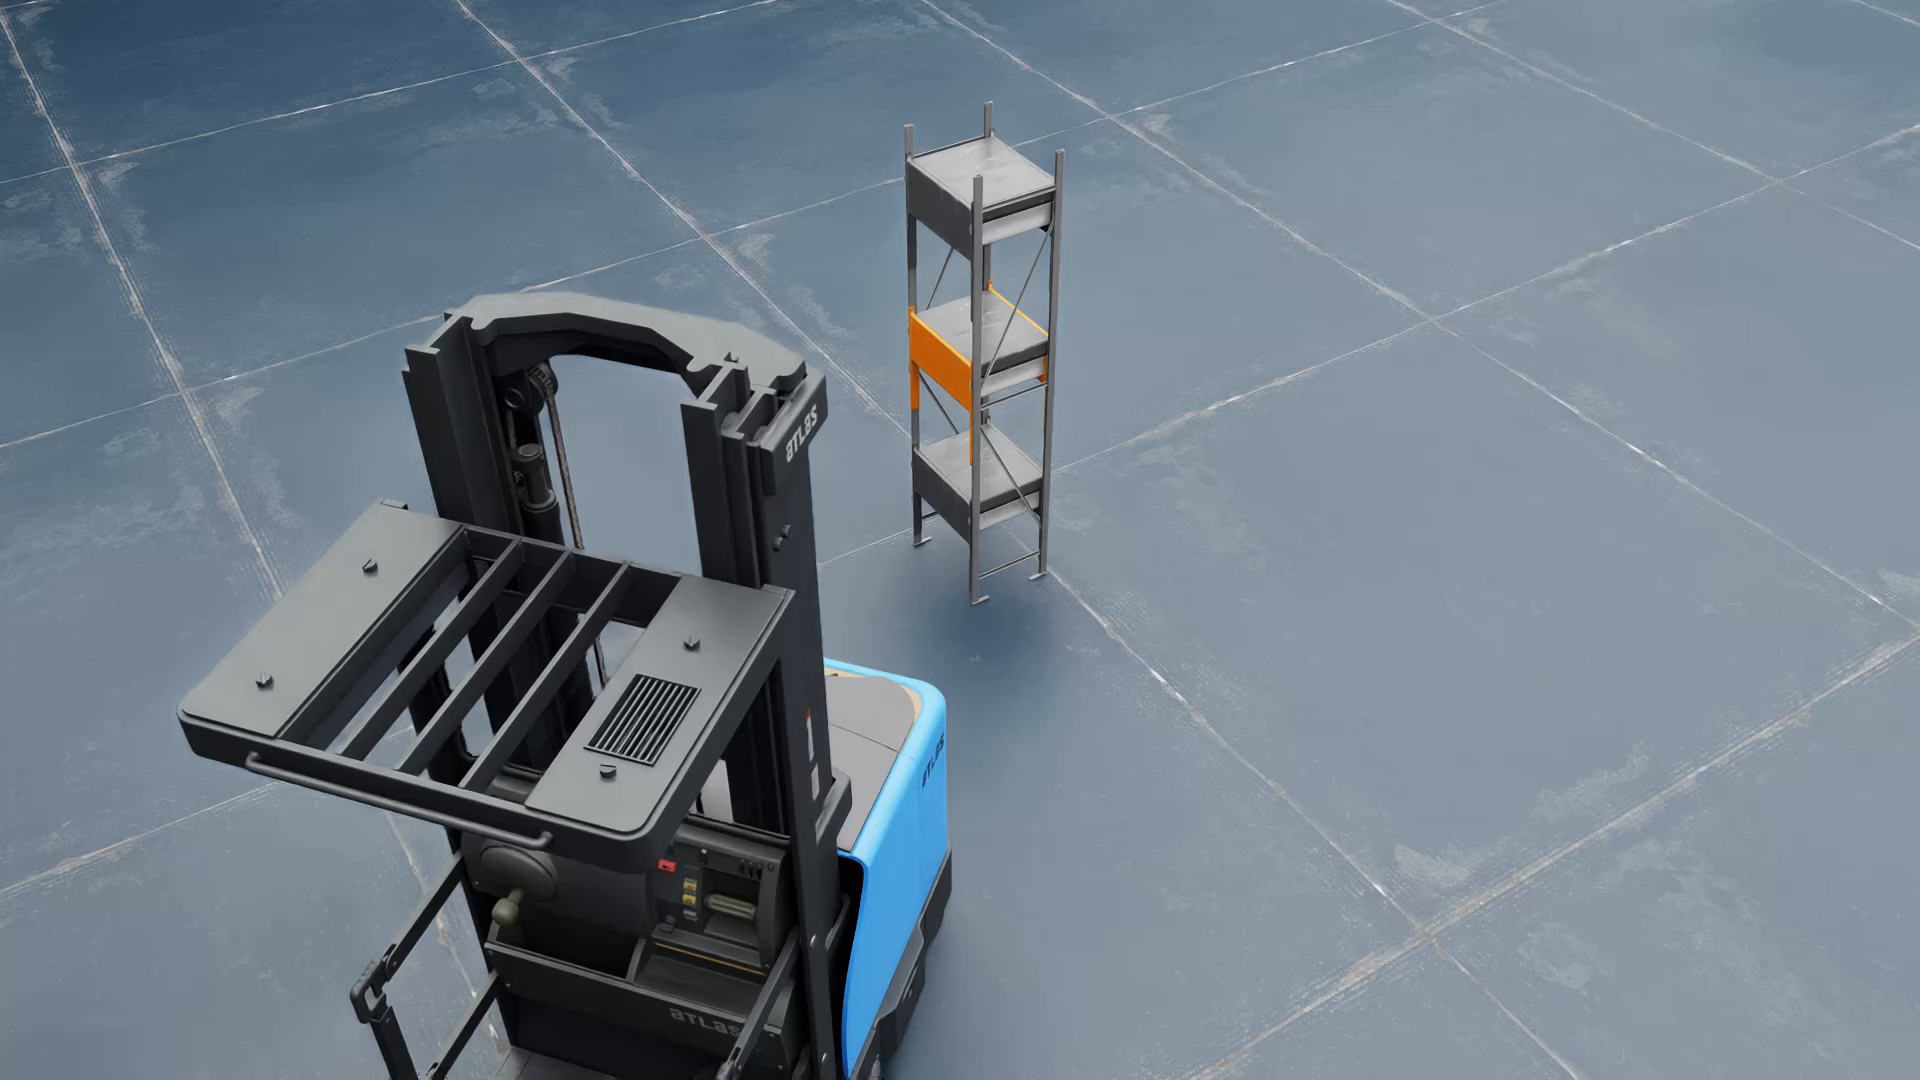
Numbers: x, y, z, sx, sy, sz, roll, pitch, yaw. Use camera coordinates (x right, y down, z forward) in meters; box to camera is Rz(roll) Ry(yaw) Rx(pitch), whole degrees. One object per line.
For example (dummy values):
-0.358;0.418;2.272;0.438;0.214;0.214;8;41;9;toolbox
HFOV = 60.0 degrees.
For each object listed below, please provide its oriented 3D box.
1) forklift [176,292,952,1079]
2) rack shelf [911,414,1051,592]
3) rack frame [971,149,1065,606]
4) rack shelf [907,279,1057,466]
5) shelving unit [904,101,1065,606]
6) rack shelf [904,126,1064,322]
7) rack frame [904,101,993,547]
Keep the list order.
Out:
-0.978;0.979;4.286;1.130;2.935;3.031;12;41;14;forklift
0.089;-0.169;7.427;0.431;0.518;0.480;-22;45;-24;rack shelf
0.220;-0.586;6.813;0.400;2.100;0.015;-22;45;-24;rack frame
0.089;-0.707;6.979;0.431;0.518;0.480;-22;45;-24;rack shelf
0.089;-0.717;6.971;0.431;2.100;0.503;-22;45;-24;shelving unit
0.089;-1.245;6.531;0.431;0.518;0.480;-22;45;-24;rack shelf
-0.042;-0.849;7.129;0.400;2.100;0.015;-22;45;-24;rack frame
